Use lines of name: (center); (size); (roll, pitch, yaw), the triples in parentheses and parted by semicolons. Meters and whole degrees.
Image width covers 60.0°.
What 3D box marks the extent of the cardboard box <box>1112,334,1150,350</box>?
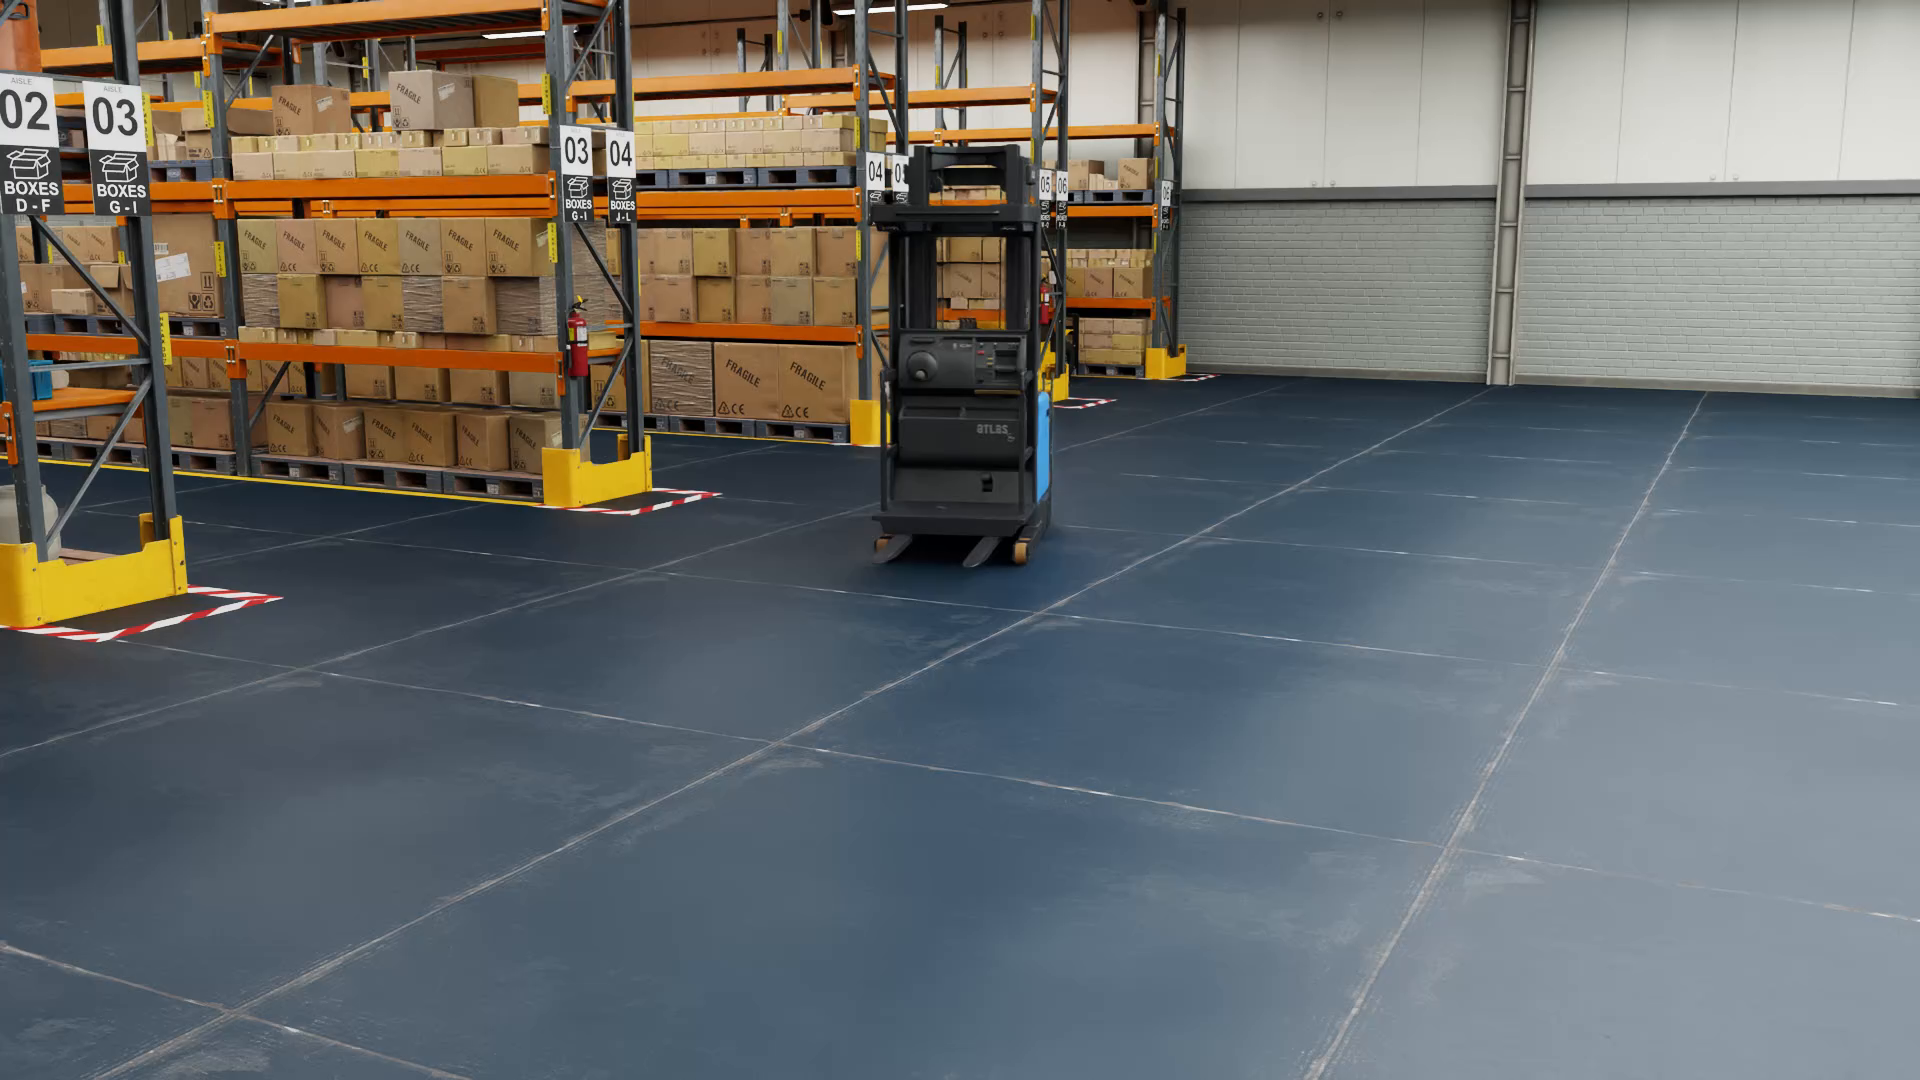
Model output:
cardboard box: (2.857, -3.314, 27.758); (0.500, 0.250, 0.500); (5, 11, 25)

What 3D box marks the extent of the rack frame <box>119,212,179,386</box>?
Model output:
rack frame: (-11.622, -3.580, 24.090); (0.127, 3.000, 1.000); (5, 11, 26)

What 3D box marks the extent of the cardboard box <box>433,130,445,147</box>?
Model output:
cardboard box: (-4.411, -3.520, 14.633); (0.250, 0.149, 0.380); (5, 11, 26)

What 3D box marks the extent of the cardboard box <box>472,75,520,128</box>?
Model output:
cardboard box: (-4.358, -3.928, 15.070); (0.500, 0.500, 0.500); (5, 11, 26)

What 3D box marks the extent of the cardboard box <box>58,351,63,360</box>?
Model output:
cardboard box: (-13.258, -2.754, 24.681); (0.250, 0.149, 0.380); (5, 11, 24)

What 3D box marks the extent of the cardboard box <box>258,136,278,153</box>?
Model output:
cardboard box: (-6.309, -3.679, 15.515); (0.250, 0.149, 0.380); (4, 11, 23)

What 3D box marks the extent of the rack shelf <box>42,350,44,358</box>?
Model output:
rack shelf: (-12.114, -2.284, 18.950); (4.000, 0.370, 1.077); (5, 11, 26)

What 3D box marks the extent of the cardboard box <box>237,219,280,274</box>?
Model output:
cardboard box: (-6.442, -2.777, 15.729); (0.500, 0.500, 0.500); (5, 11, 26)

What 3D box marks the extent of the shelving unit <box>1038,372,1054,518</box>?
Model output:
shelving unit: (0.486, -0.774, 13.635); (0.503, 1.200, 0.258); (4, 11, 21)

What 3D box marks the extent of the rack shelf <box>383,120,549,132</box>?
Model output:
rack shelf: (-7.729, -6.622, 27.196); (4.000, 0.370, 1.077); (5, 11, 26)

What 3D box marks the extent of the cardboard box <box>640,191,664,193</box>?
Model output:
cardboard box: (-4.555, -5.475, 25.845); (0.637, 0.503, 0.797); (5, 11, 26)

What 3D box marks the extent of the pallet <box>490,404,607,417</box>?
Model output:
pallet: (-5.173, -1.626, 21.124); (1.213, 0.211, 1.003); (5, 11, 26)

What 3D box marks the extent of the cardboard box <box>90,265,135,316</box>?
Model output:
cardboard box: (-8.329, -2.545, 16.900); (0.637, 0.503, 0.797); (6, 12, 32)

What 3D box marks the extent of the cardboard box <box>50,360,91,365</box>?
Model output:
cardboard box: (-9.706, -1.788, 17.867); (0.500, 0.250, 0.500); (6, 12, 28)

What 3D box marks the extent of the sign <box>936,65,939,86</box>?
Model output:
sign: (-0.385, -7.904, 28.292); (0.005, 0.325, 0.100); (5, 11, 26)

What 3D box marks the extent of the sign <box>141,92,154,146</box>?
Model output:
sign: (-5.090, -2.627, 10.377); (0.005, 0.325, 0.100); (5, 11, 26)

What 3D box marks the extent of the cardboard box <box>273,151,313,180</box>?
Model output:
cardboard box: (-5.966, -3.451, 15.372); (0.500, 0.250, 0.500); (5, 11, 25)

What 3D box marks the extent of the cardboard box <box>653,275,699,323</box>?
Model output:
cardboard box: (-3.176, -2.895, 19.885); (0.550, 0.550, 0.875); (5, 11, 26)

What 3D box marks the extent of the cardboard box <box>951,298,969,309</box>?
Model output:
cardboard box: (0.068, -3.346, 23.502); (0.250, 0.149, 0.380); (5, 12, 27)

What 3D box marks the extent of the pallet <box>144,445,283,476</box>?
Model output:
pallet: (-7.432, -0.855, 16.860); (1.213, 0.211, 1.003); (5, 11, 26)

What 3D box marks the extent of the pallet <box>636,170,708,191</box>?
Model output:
pallet: (-3.719, -4.316, 19.982); (1.213, 0.211, 1.003); (5, 11, 26)

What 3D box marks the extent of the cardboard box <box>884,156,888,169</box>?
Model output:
cardboard box: (-1.026, -4.321, 19.006); (0.250, 0.149, 0.380); (5, 11, 26)

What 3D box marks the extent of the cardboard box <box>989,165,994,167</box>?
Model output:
cardboard box: (0.591, -5.184, 22.994); (0.250, 0.149, 0.380); (5, 12, 27)

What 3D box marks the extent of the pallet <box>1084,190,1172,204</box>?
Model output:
pallet: (2.809, -5.719, 27.730); (1.213, 0.211, 1.003); (5, 11, 26)

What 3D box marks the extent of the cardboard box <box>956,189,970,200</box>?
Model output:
cardboard box: (0.137, -4.840, 23.335); (0.250, 0.149, 0.380); (5, 11, 26)

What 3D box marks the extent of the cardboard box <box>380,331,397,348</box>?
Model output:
cardboard box: (-5.078, -1.849, 15.227); (0.250, 0.149, 0.380); (5, 11, 26)

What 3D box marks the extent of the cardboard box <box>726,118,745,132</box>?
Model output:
cardboard box: (-2.453, -4.708, 18.904); (0.250, 0.149, 0.380); (5, 11, 25)

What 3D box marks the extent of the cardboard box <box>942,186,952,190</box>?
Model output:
cardboard box: (-0.257, -5.059, 23.424); (0.500, 0.250, 0.500); (5, 12, 27)

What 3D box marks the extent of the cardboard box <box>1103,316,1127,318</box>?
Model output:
cardboard box: (2.635, -3.679, 28.368); (0.500, 0.250, 0.500); (5, 11, 26)

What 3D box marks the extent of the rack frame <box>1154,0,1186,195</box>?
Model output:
rack frame: (3.432, -7.178, 27.125); (0.127, 3.000, 1.000); (5, 11, 26)

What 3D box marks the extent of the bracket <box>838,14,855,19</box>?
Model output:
bracket: (-1.959, -9.532, 30.021); (0.430, 0.232, 0.235); (5, 11, 26)

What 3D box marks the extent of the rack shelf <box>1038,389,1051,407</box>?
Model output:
rack shelf: (0.486, -1.160, 13.565); (0.480, 0.148, 0.258); (4, 11, 21)

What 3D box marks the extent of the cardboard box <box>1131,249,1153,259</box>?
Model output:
cardboard box: (3.017, -4.736, 27.536); (0.250, 0.149, 0.380); (5, 11, 26)

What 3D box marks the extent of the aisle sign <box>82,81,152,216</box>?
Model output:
aisle sign: (-5.143, -2.380, 10.157); (0.004, 0.787, 0.394); (5, 11, 26)

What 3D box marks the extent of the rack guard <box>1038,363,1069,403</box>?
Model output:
rack guard: (1.171, -2.209, 23.533); (0.348, 0.500, 1.175); (5, 11, 26)

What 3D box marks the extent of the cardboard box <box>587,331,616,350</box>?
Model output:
cardboard box: (-3.296, -1.787, 14.889); (0.250, 0.149, 0.380); (5, 11, 26)

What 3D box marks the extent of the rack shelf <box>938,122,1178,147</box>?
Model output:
rack shelf: (1.638, -6.785, 28.095); (4.000, 0.370, 1.077); (5, 11, 26)

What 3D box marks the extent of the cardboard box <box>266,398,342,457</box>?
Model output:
cardboard box: (-6.392, -1.104, 16.249); (0.500, 0.500, 0.500); (5, 11, 24)

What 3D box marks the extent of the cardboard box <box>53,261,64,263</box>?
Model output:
cardboard box: (-13.091, -3.849, 24.460); (0.500, 0.500, 0.500); (5, 11, 26)

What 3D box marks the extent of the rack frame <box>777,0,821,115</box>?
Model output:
rack frame: (-2.348, -6.700, 24.484); (0.127, 3.000, 1.000); (5, 11, 26)

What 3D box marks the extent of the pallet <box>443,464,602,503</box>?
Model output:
pallet: (-3.927, -0.554, 15.198); (1.213, 0.211, 1.003); (5, 11, 26)

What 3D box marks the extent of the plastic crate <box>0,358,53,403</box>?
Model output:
plastic crate: (-5.919, -0.978, 10.128); (0.616, 0.251, 0.499); (5, 11, 26)

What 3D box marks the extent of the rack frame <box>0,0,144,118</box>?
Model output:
rack frame: (-5.337, -4.011, 9.627); (0.127, 3.000, 1.000); (5, 11, 26)

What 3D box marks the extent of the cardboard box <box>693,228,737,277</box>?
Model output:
cardboard box: (-2.685, -3.391, 19.589); (0.500, 0.550, 0.875); (5, 11, 26)

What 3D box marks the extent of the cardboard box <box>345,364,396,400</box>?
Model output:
cardboard box: (-7.529, -2.302, 22.167); (0.750, 0.750, 1.050); (5, 11, 25)

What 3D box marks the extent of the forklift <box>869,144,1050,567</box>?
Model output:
forklift: (-0.012, -1.331, 11.852); (1.130, 2.935, 3.031); (2, 10, 9)

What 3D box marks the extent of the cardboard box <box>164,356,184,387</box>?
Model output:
cardboard box: (-11.077, -2.456, 23.719); (0.500, 0.500, 0.500); (6, 12, 28)

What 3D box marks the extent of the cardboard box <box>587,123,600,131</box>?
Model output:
cardboard box: (-4.272, -4.868, 19.786); (0.250, 0.149, 0.380); (5, 11, 26)

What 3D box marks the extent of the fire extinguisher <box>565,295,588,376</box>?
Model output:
fire extinguisher: (-3.247, -1.730, 14.082); (0.183, 0.674, 0.296); (5, 11, 26)

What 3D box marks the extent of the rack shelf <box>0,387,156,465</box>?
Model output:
rack shelf: (-7.131, -0.863, 11.096); (4.000, 0.370, 1.077); (5, 11, 26)

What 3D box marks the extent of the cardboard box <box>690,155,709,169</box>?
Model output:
cardboard box: (-2.908, -4.355, 19.195); (0.250, 0.149, 0.380); (5, 11, 27)

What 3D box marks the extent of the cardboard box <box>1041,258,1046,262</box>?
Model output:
cardboard box: (1.392, -4.718, 28.272); (0.250, 0.149, 0.380); (5, 11, 25)

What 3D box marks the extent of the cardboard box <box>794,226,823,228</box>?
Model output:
cardboard box: (-2.050, -4.367, 24.511); (0.500, 0.500, 0.700); (5, 11, 25)
